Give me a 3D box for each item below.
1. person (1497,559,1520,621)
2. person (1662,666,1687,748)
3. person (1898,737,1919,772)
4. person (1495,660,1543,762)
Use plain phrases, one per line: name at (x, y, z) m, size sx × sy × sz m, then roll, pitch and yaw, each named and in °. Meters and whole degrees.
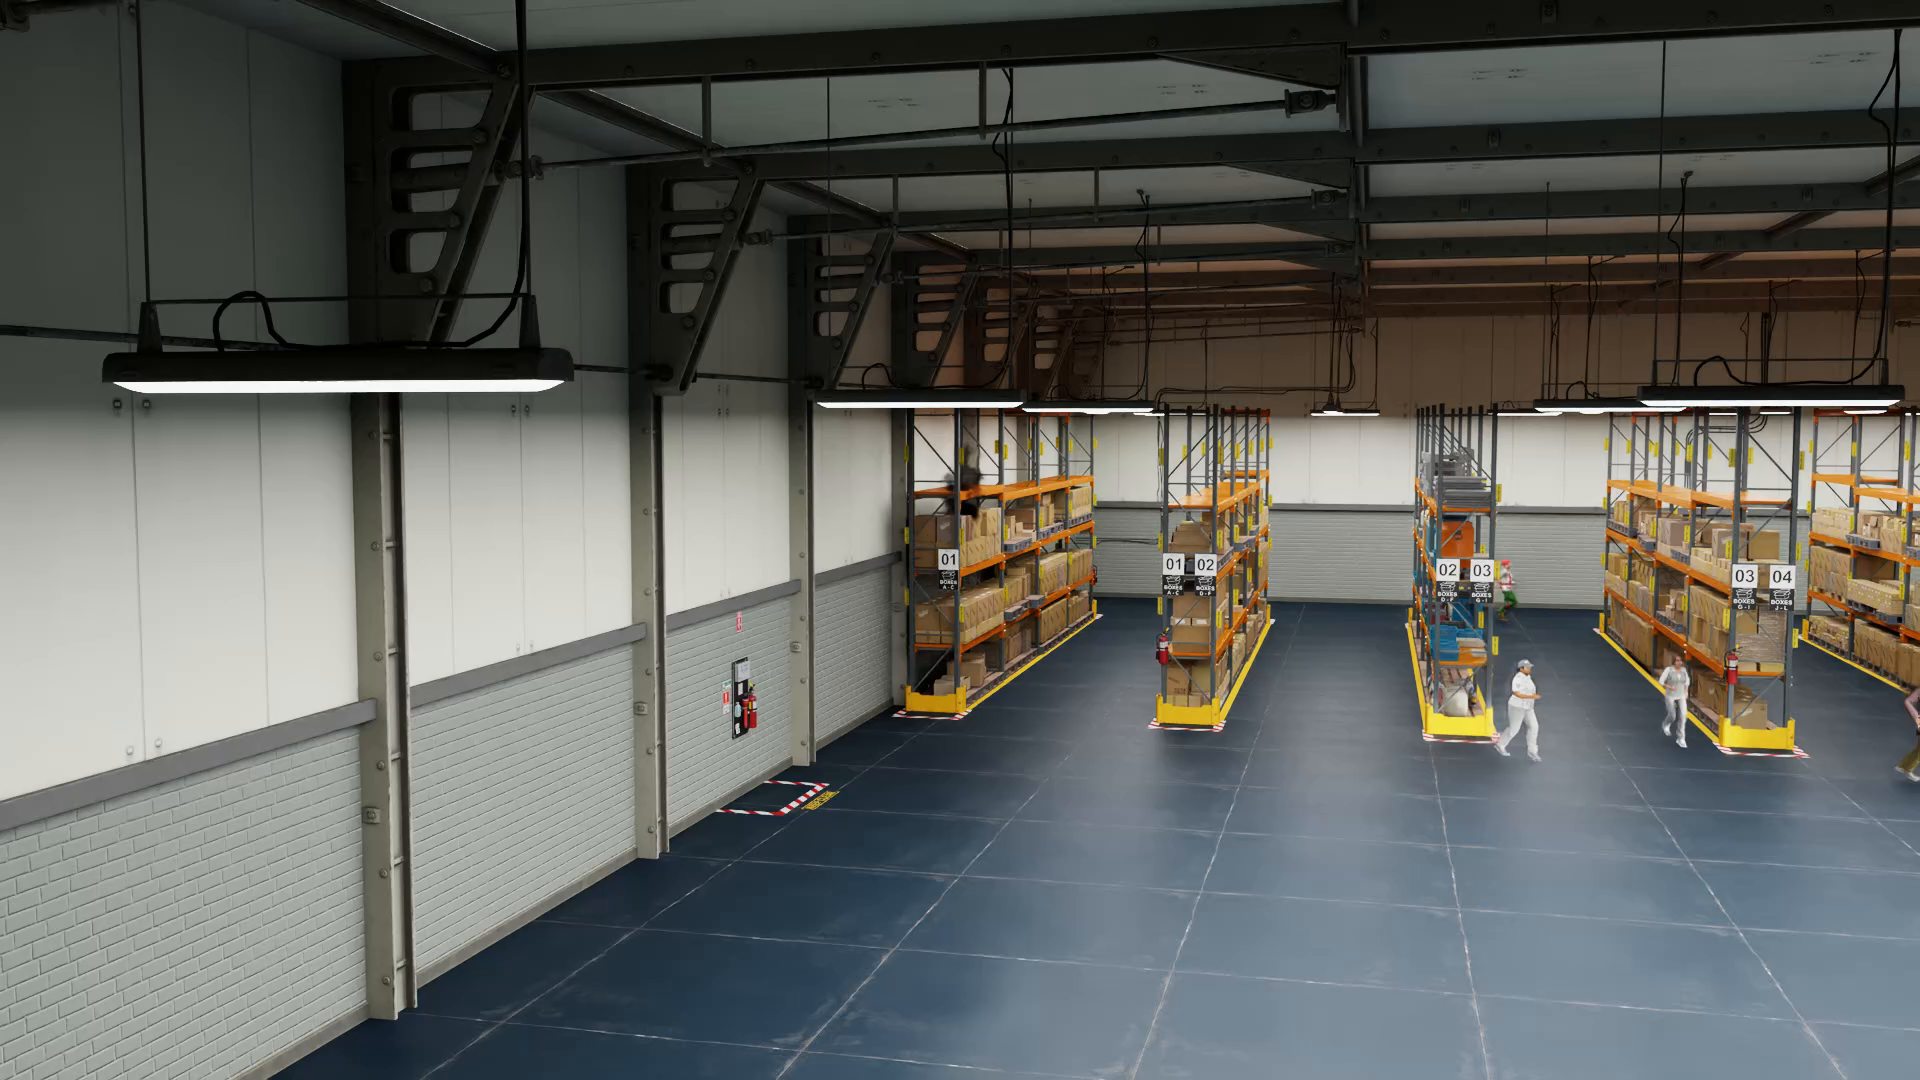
person at (15.532, 1.418, 47.054) m, size 0.581 × 1.744 × 0.644 m, roll 1°, pitch 4°, yaw 20°
person at (12.605, 2.910, 29.346) m, size 0.347 × 1.382 × 0.818 m, roll 0°, pitch 4°, yaw 3°
person at (15.008, 3.206, 25.888) m, size 0.393 × 0.967 × 0.764 m, roll -4°, pitch 6°, yaw -44°
person at (9.408, 2.863, 27.948) m, size 0.615 × 1.736 × 0.778 m, roll -4°, pitch 6°, yaw -45°
